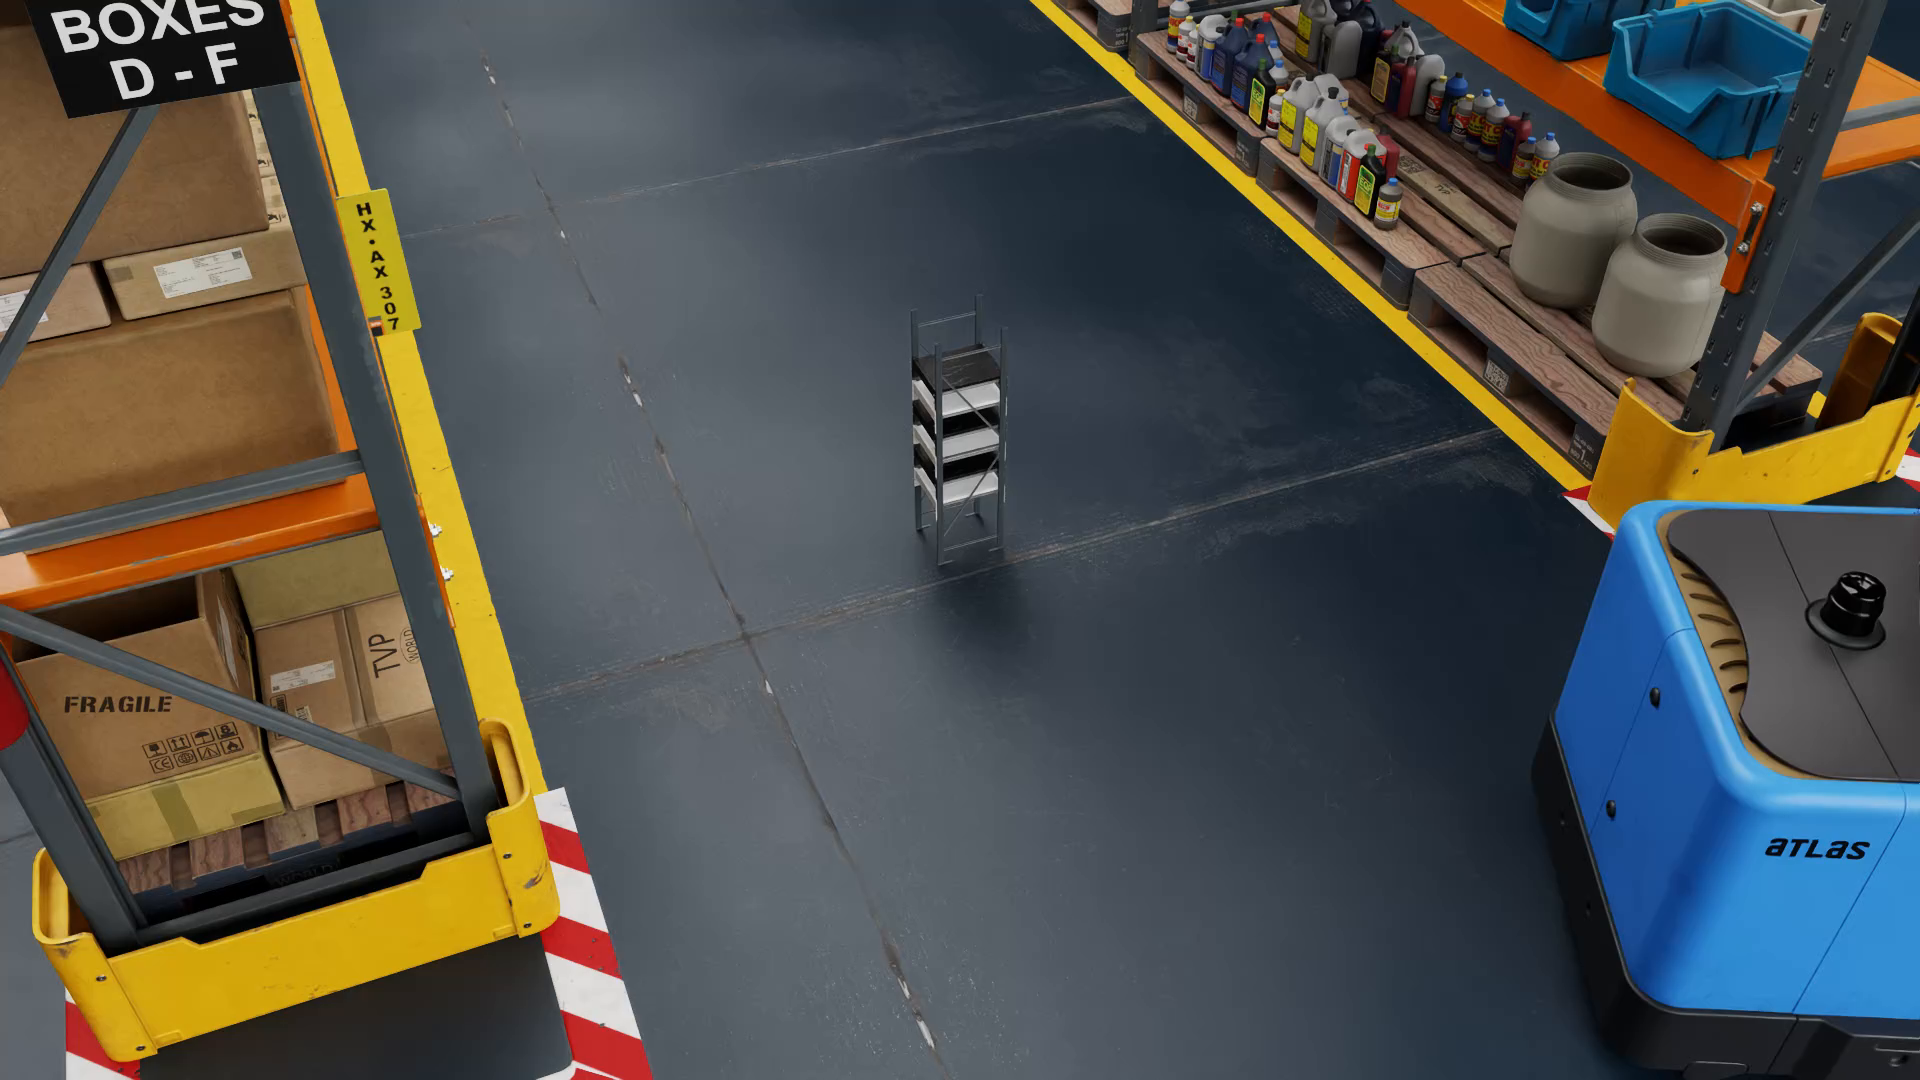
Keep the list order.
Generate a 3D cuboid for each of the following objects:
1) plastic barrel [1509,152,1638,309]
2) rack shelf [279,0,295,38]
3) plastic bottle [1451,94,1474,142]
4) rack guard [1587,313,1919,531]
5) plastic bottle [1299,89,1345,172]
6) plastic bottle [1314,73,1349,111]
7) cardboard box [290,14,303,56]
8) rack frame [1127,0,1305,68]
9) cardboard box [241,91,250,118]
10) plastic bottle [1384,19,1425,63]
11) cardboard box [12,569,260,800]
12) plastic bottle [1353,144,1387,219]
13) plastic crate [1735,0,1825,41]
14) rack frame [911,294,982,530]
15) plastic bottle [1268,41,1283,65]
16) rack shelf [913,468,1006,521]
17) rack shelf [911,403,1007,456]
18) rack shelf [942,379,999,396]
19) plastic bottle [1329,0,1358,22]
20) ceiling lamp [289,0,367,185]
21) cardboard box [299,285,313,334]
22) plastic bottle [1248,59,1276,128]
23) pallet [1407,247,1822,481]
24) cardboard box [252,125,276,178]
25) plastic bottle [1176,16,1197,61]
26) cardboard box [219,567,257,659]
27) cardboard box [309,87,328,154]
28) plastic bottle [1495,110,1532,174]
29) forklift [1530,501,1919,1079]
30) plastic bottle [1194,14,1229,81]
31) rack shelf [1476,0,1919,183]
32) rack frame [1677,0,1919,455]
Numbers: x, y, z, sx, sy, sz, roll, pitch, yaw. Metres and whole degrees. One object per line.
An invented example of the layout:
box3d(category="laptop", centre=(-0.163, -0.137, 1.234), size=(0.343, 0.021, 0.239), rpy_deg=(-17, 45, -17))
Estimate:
box3d(category="plastic barrel", centre=(2.371, -1.194, 6.423), size=(0.421, 0.512, 0.421), rpy_deg=(0, 41, 0))
box3d(category="rack shelf", centre=(-2.457, -2.134, 4.182), size=(1.077, 0.370, 4.000), rpy_deg=(-15, 43, -17))
box3d(category="plastic bottle", centre=(2.272, -1.901, 7.468), size=(0.097, 0.201, 0.097), rpy_deg=(0, 41, 0))
box3d(category="rack guard", centre=(2.813, -0.385, 5.814), size=(1.175, 0.500, 0.348), rpy_deg=(-15, 43, -17))
box3d(category="plastic bottle", centre=(1.587, -1.799, 7.235), size=(0.144, 0.351, 0.185), rpy_deg=(-13, 42, -15))
box3d(category="plastic bottle", centre=(1.643, -1.935, 7.451), size=(0.152, 0.276, 0.135), rpy_deg=(-15, 43, -17))
box3d(category="cardboard box", centre=(-3.337, -2.418, 7.618), size=(0.500, 0.311, 0.500), rpy_deg=(-16, 43, -17))
box3d(category="rack frame", centre=(1.355, -3.708, 7.761), size=(1.000, 3.000, 0.127), rpy_deg=(-15, 43, -17))
box3d(category="cardboard box", centre=(-2.086, -1.226, 3.804), size=(0.700, 0.500, 0.500), rpy_deg=(-16, 43, -18))
box3d(category="plastic bottle", centre=(2.065, -2.244, 7.753), size=(0.144, 0.351, 0.185), rpy_deg=(-15, 43, -17))
box3d(category="cardboard box", centre=(-2.172, 0.285, 4.329), size=(0.500, 0.500, 0.500), rpy_deg=(-15, 43, -17))
box3d(category="plastic bottle", centre=(1.716, -1.498, 6.937), size=(0.061, 0.283, 0.133), rpy_deg=(-14, 43, -16))
box3d(category="plastic crate", centre=(2.840, -1.818, 5.765), size=(0.298, 0.136, 0.250), rpy_deg=(-15, 43, -17))
box3d(category="rack frame", centre=(-0.042, -0.407, 5.534), size=(0.240, 0.900, 0.006), rpy_deg=(-15, 43, -17))
box3d(category="plastic bottle", centre=(1.448, -2.193, 7.755), size=(0.097, 0.271, 0.097), rpy_deg=(0, 41, 0))
box3d(category="rack shelf", centre=(-0.003, -0.184, 5.601), size=(0.258, 0.077, 0.200), rpy_deg=(-15, 43, -17))
box3d(category="rack shelf", centre=(-0.003, -0.389, 5.425), size=(0.258, 0.077, 0.200), rpy_deg=(-15, 43, -17))
box3d(category="rack shelf", centre=(-0.003, -0.537, 5.298), size=(0.199, 0.015, 0.184), rpy_deg=(-15, 43, -17))
box3d(category="plastic bottle", centre=(1.868, -2.554, 8.114), size=(0.144, 0.351, 0.185), rpy_deg=(-16, 43, -18))
box3d(category="ceiling lamp", centre=(-3.571, -2.857, 9.072), size=(0.159, 0.001, 4.000), rpy_deg=(-15, 43, -17))
box3d(category="cardboard box", centre=(-2.064, -0.702, 4.189), size=(0.700, 0.500, 0.500), rpy_deg=(-14, 43, -16))
box3d(category="plastic bottle", centre=(1.377, -2.032, 7.558), size=(0.061, 0.283, 0.133), rpy_deg=(-13, 42, -15))
box3d(category="pallet", centre=(2.507, -0.766, 6.479), size=(1.003, 0.211, 1.213), rpy_deg=(-15, 43, -17))
box3d(category="cardboard box", centre=(-1.747, -0.797, 3.802), size=(0.389, 0.149, 0.264), rpy_deg=(-15, 43, -16))
box3d(category="plastic bottle", centre=(1.111, -2.451, 8.109), size=(0.097, 0.201, 0.097), rpy_deg=(0, 41, 0))
box3d(category="cardboard box", centre=(-2.373, 0.271, 4.921), size=(0.500, 0.250, 0.500), rpy_deg=(-15, 43, -17))
box3d(category="cardboard box", centre=(-3.148, -1.896, 7.441), size=(0.500, 0.250, 0.500), rpy_deg=(-16, 43, -18))
box3d(category="plastic bottle", centre=(2.410, -1.746, 7.226), size=(0.061, 0.283, 0.133), rpy_deg=(-14, 43, -16))
box3d(category="forklift", centre=(3.151, -0.043, 3.552), size=(3.031, 2.935, 1.130), rpy_deg=(2, 41, 2))
box3d(category="plastic bottle", centre=(1.221, -2.353, 7.937), size=(0.152, 0.276, 0.135), rpy_deg=(-14, 43, -15))
box3d(category="rack shelf", centre=(2.120, -2.305, 6.531), size=(0.919, 0.124, 3.809), rpy_deg=(-15, 43, -17))
box3d(category="rack frame", centre=(2.886, -1.298, 4.959), size=(1.000, 3.000, 0.127), rpy_deg=(-15, 43, -17))
